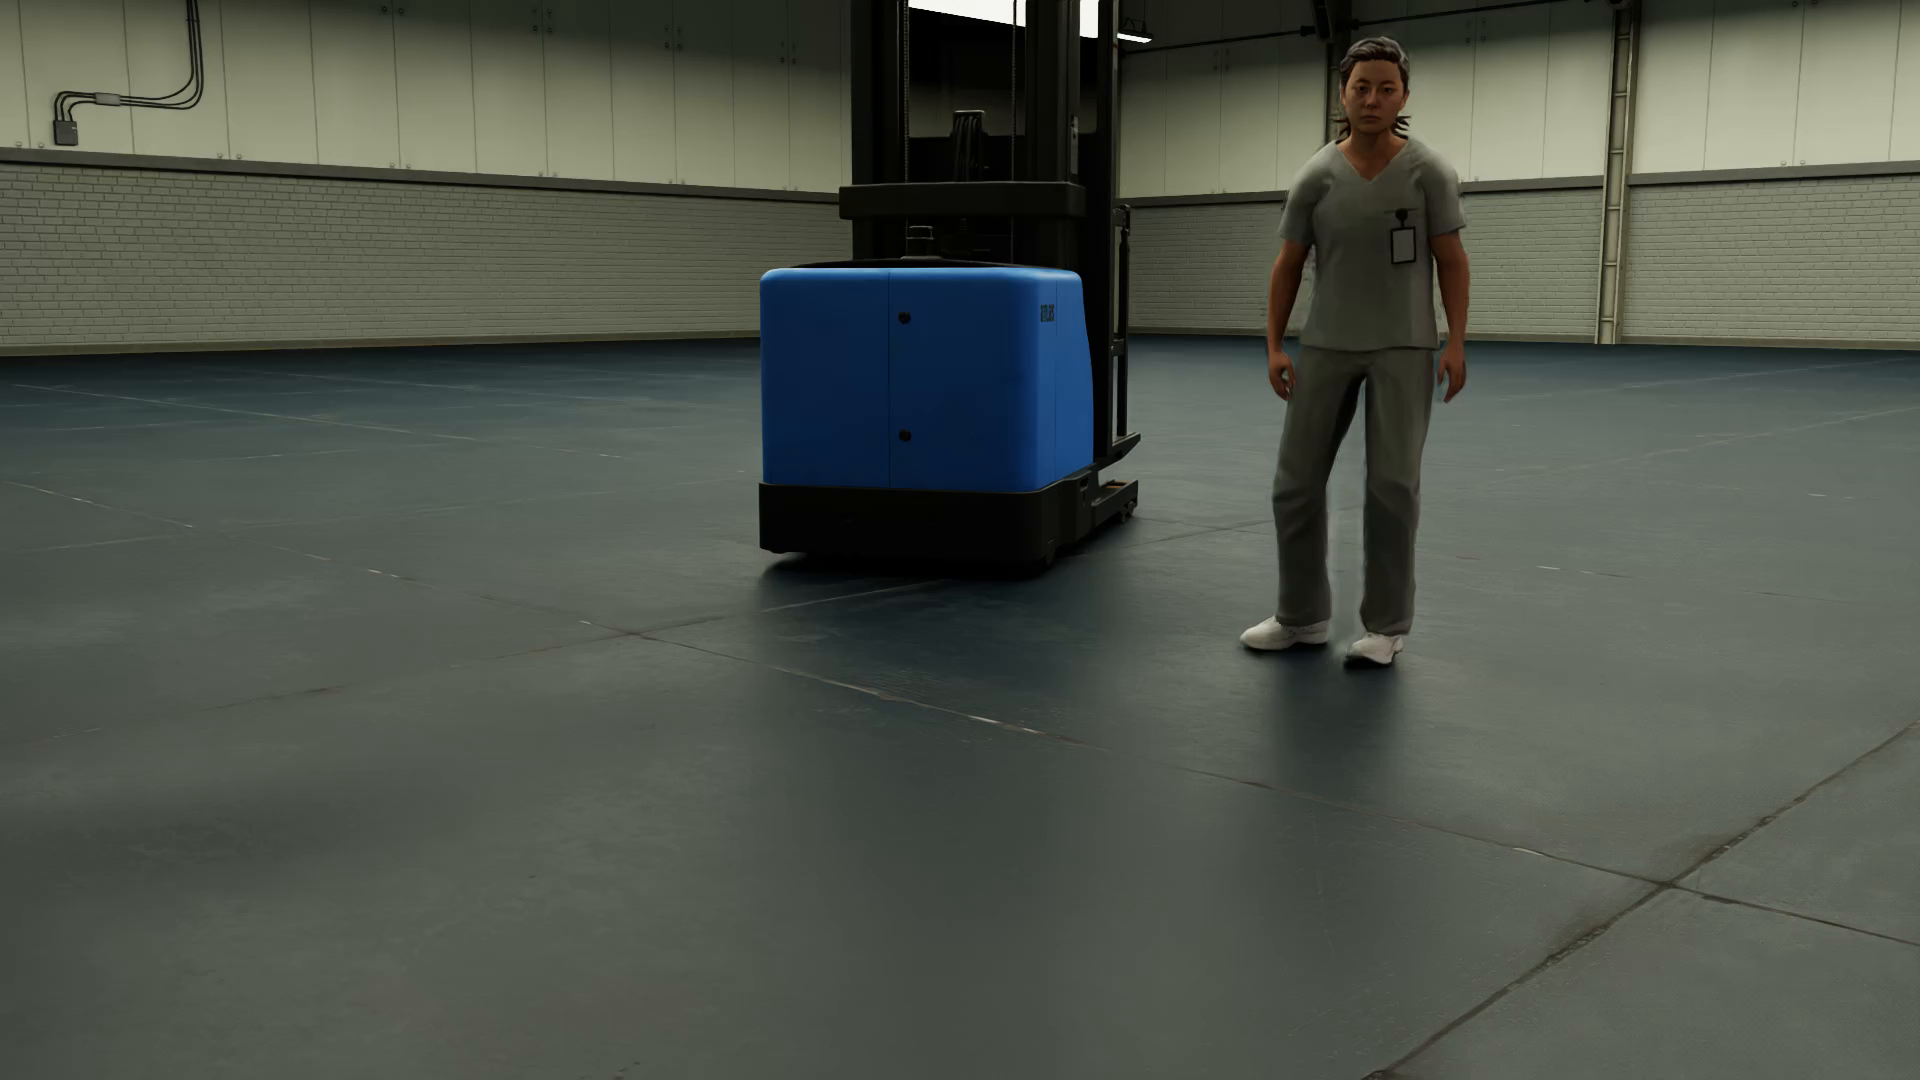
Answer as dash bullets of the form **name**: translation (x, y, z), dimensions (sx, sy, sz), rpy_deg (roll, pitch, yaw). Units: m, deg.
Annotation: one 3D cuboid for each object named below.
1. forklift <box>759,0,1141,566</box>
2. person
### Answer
- **forklift**: translation (0.169, -1.537, 7.079), dimensions (1.130, 2.935, 3.031), rpy_deg (2, 9, 16)
- **person**: translation (1.069, -0.498, 4.484), dimensions (0.579, 1.653, 0.361), rpy_deg (3, 9, 19)
